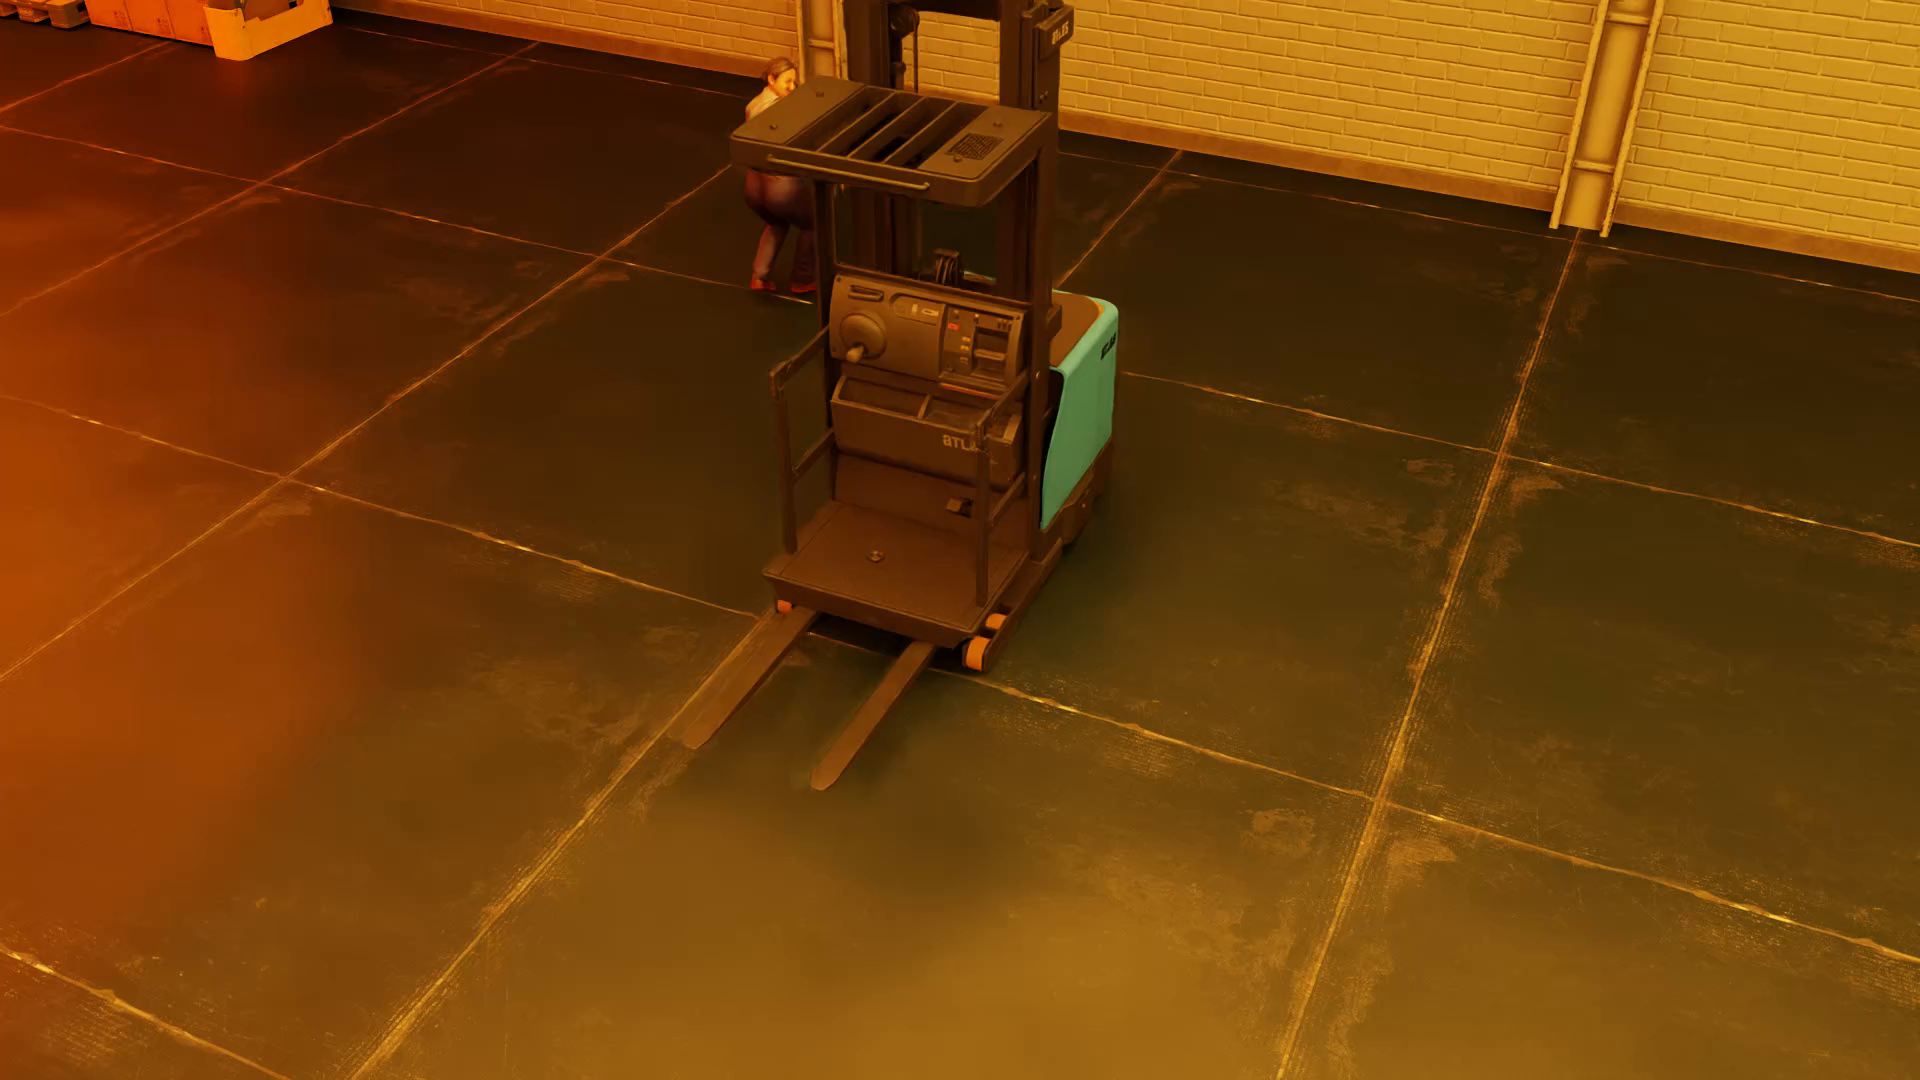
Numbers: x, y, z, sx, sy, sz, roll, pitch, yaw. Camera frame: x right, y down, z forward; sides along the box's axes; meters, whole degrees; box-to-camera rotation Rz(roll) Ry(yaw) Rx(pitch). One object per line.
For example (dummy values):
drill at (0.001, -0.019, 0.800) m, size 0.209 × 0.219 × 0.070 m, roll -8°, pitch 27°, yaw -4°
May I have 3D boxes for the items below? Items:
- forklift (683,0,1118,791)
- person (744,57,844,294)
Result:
forklift at (-0.244, -0.868, 7.303) m, size 1.130 × 2.935 × 3.031 m, roll 15°, pitch 38°, yaw 20°
person at (-1.037, -2.274, 10.465) m, size 0.760 × 1.551 × 0.701 m, roll 27°, pitch 44°, yaw 33°
